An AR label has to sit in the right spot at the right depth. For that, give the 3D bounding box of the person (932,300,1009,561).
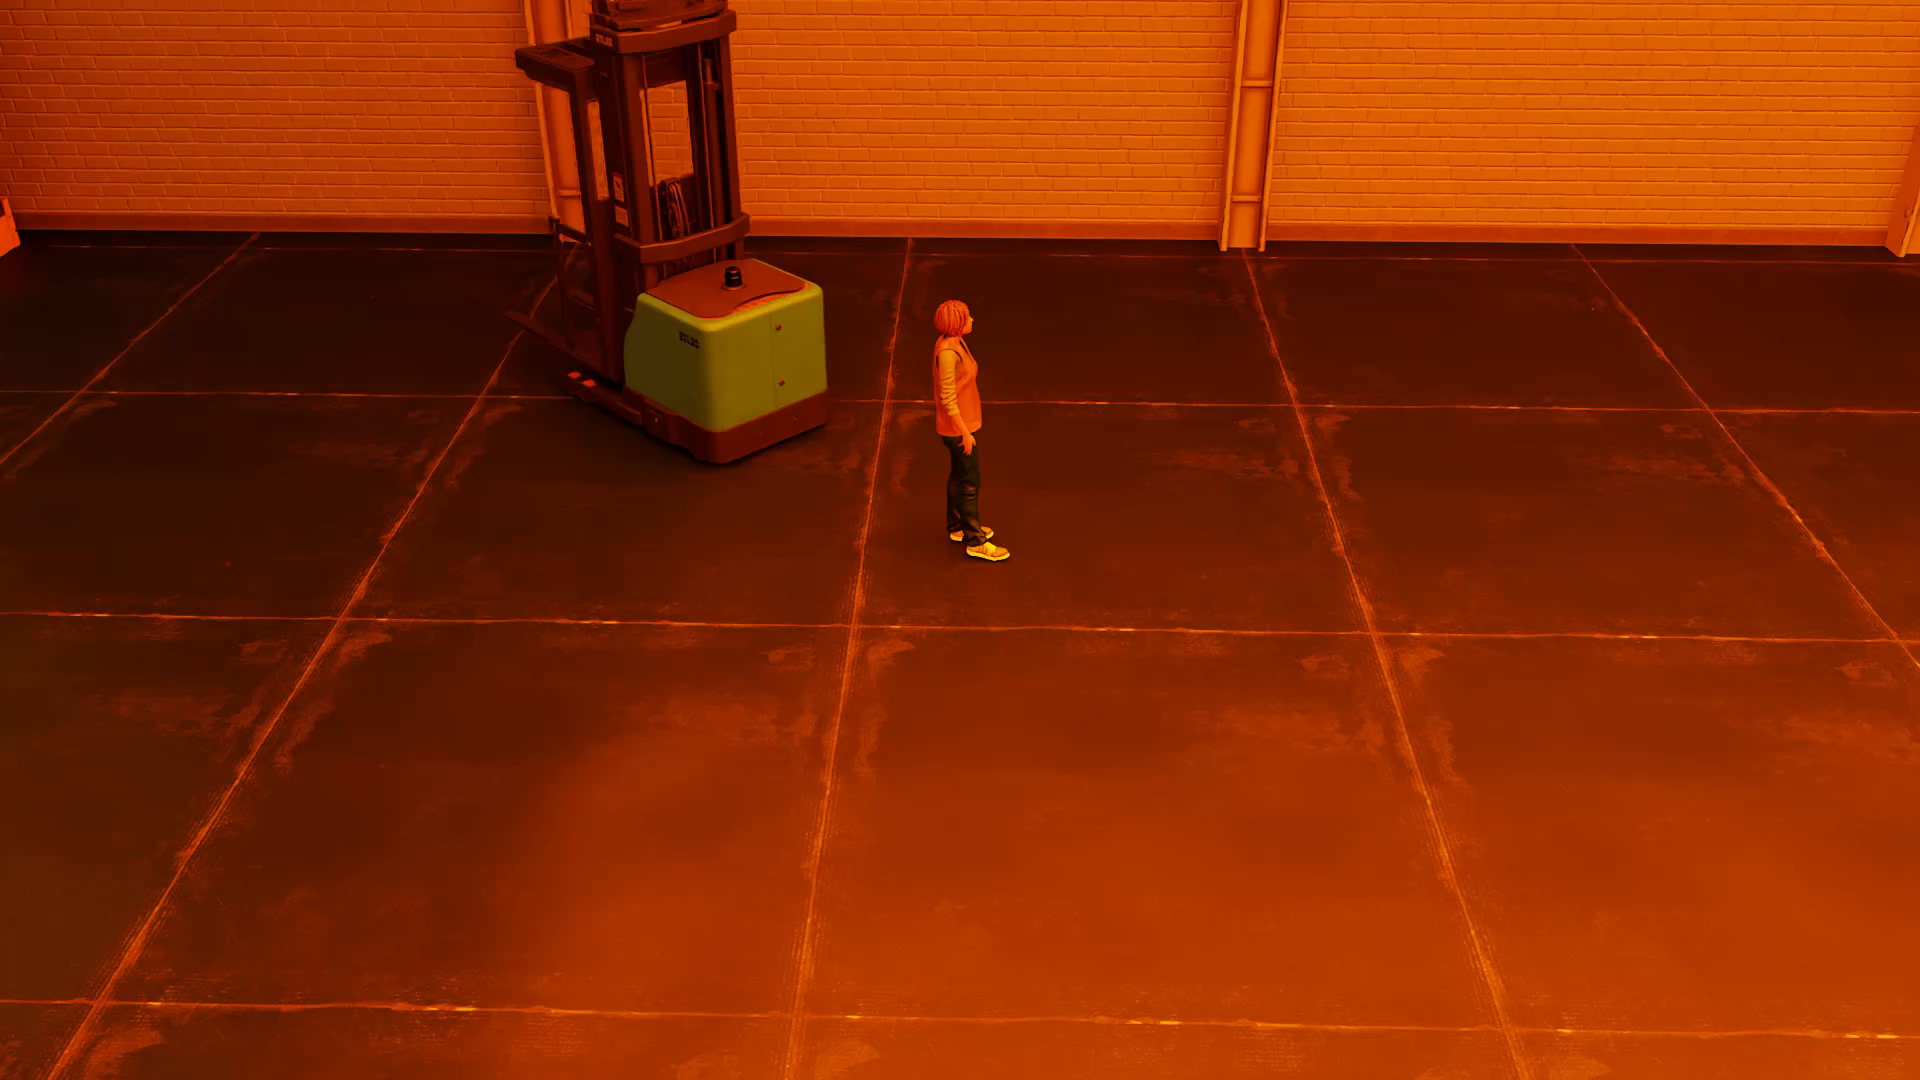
[{"bbox_3d":[0.074,-0.686,10.077,0.473,1.599,0.521,1,31,1],"label":"person"}]

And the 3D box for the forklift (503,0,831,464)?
[{"bbox_3d":[-2.307,-2.431,11.737,1.130,2.935,3.031,-26,39,-37],"label":"forklift"}]
